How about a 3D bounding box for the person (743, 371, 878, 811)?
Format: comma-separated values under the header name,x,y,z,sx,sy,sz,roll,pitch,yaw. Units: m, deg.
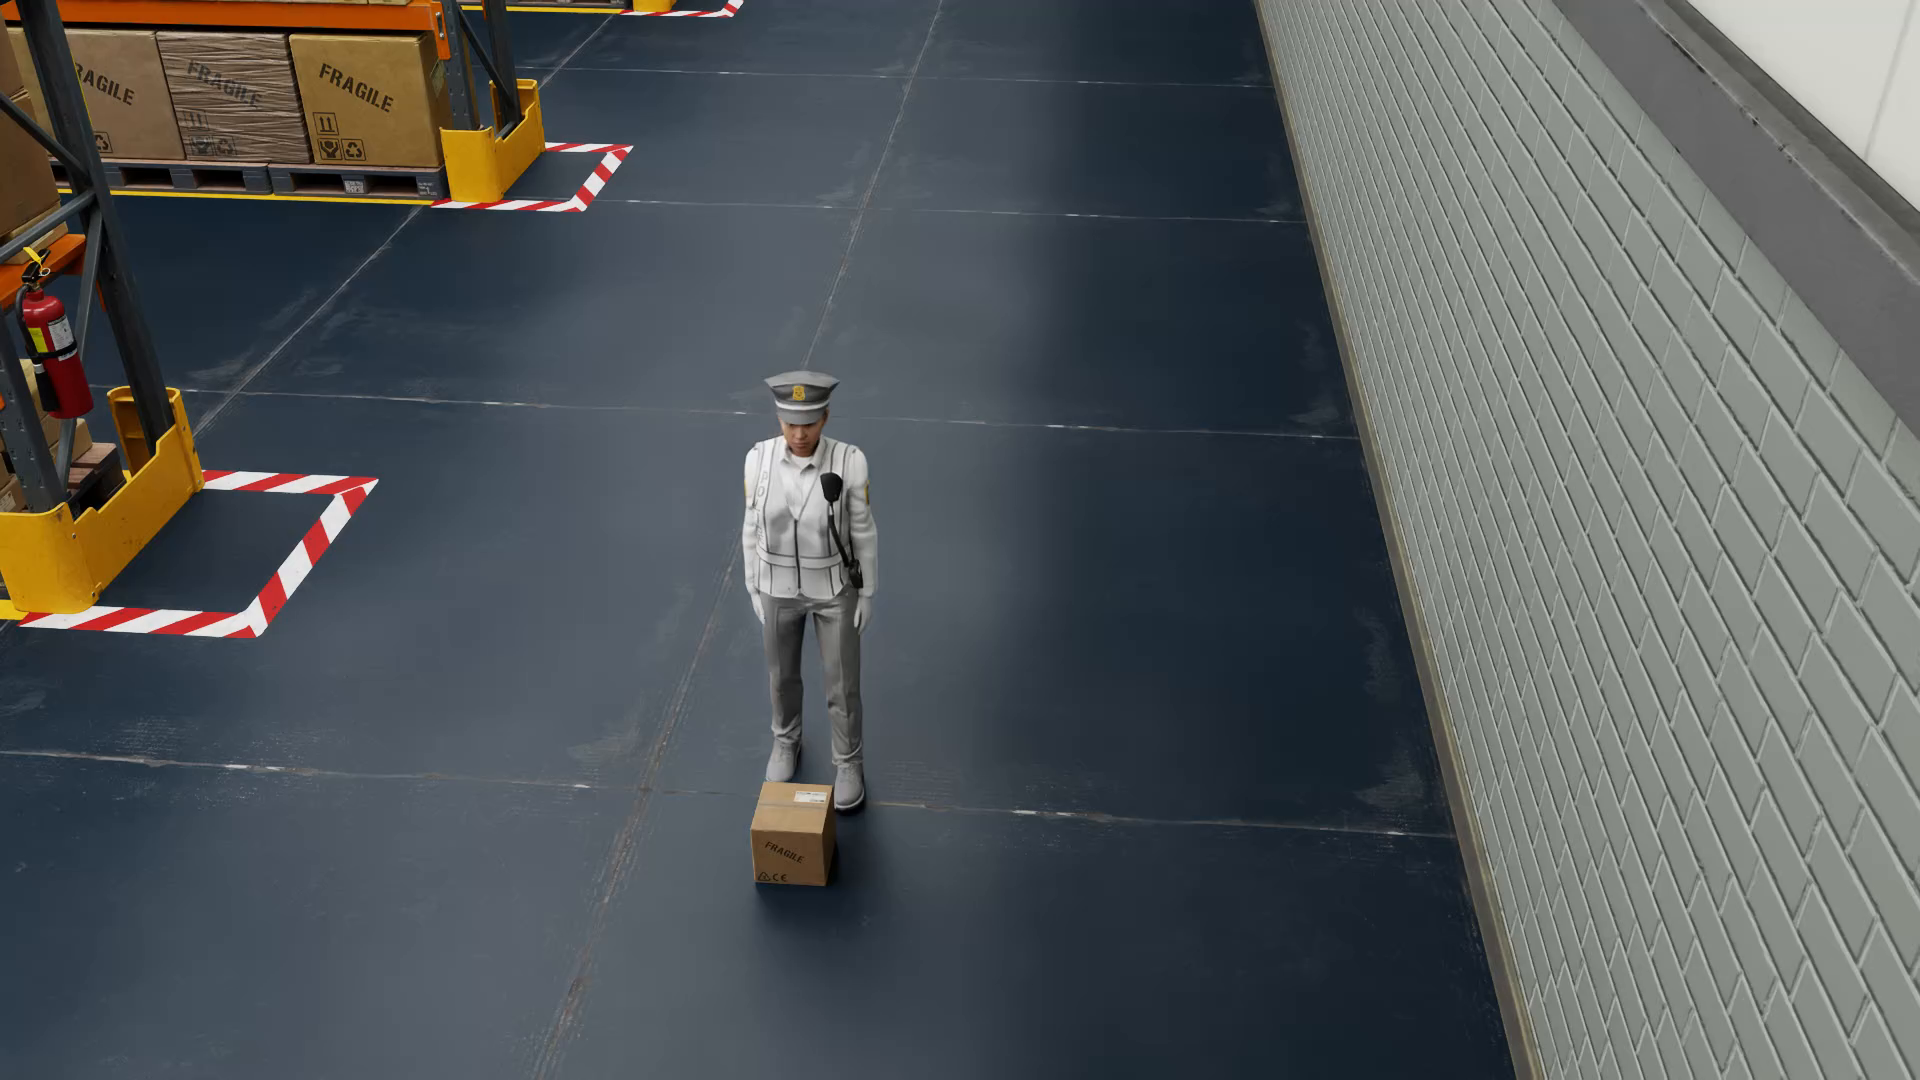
name,x,y,z,sx,sy,sz,roll,pitch,yaw
person,-0.524,0.191,5.837,0.472,1.707,0.409,3,32,5
